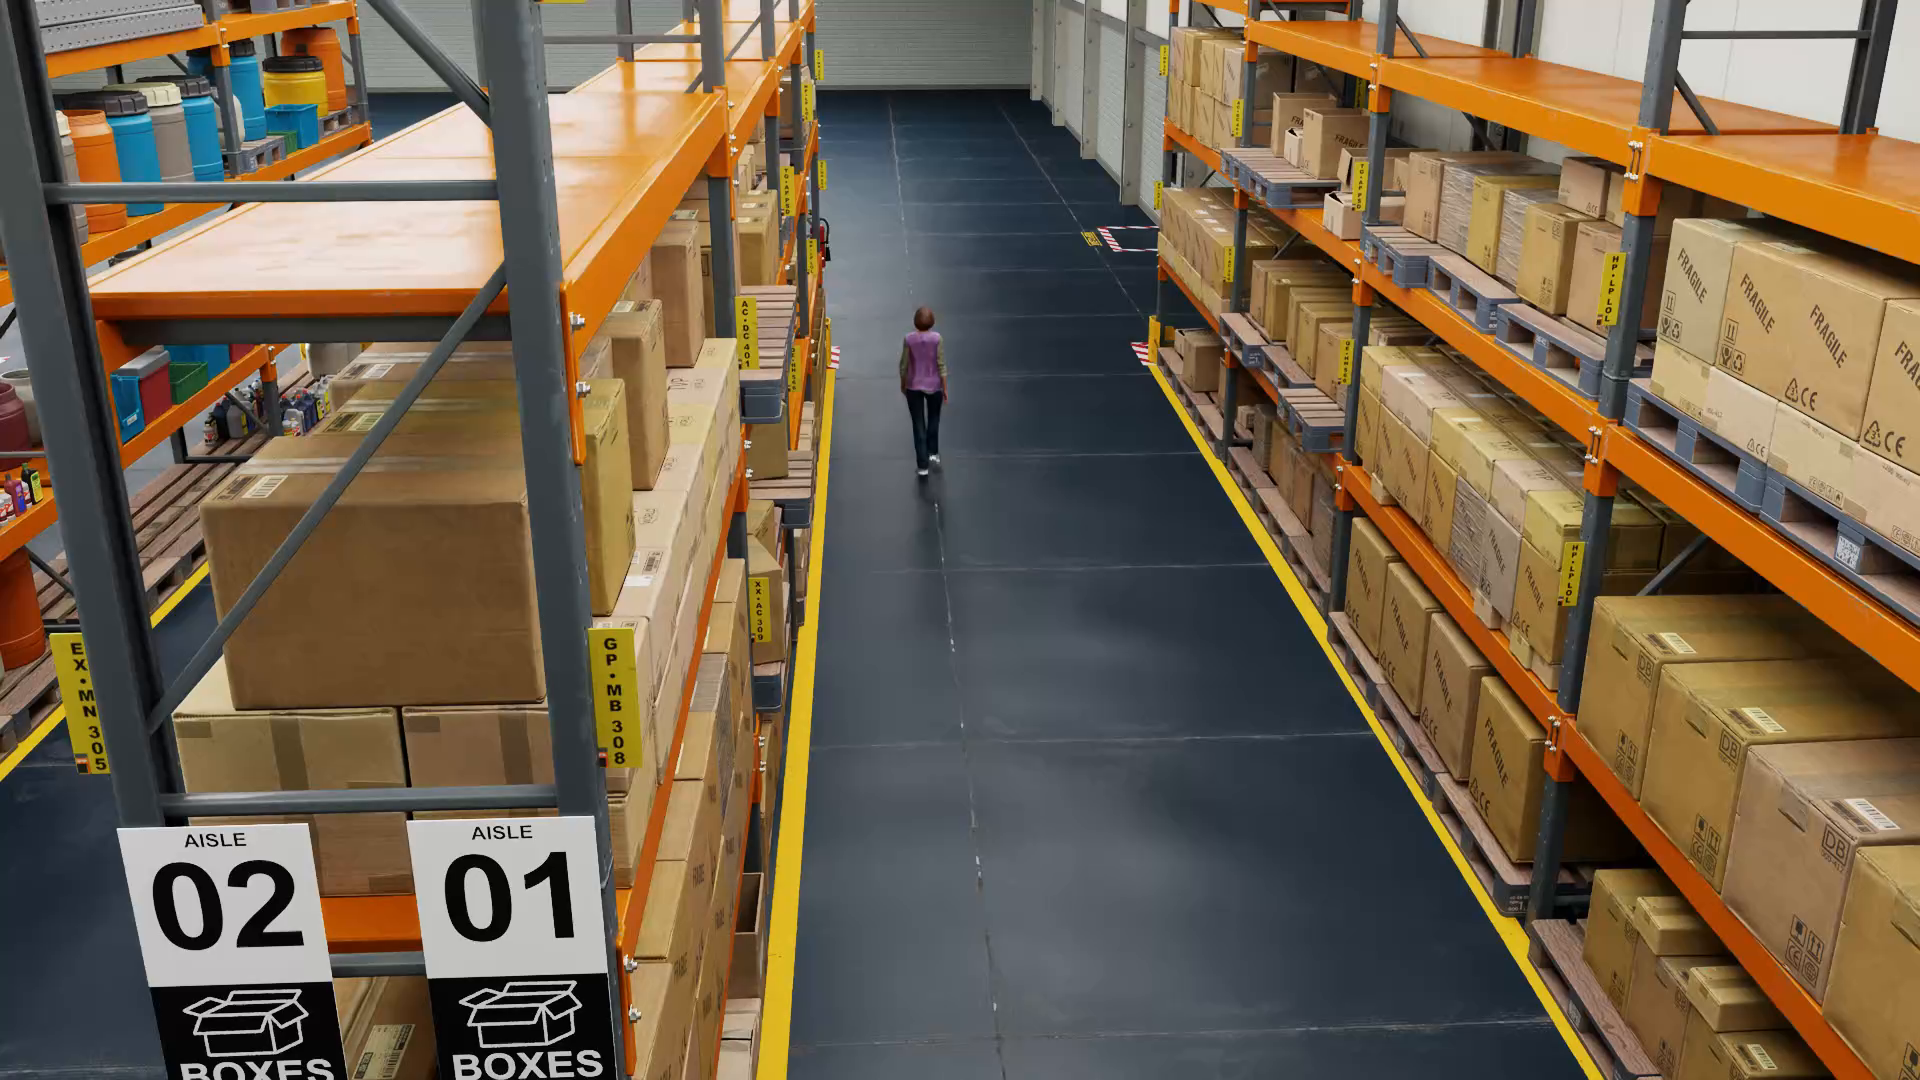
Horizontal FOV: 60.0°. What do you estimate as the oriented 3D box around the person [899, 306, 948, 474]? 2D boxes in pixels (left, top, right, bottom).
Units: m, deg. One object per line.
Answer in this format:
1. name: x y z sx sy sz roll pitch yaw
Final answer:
1. person: -0.346 -1.411 15.635 0.454 1.628 0.681 -1 21 -3
